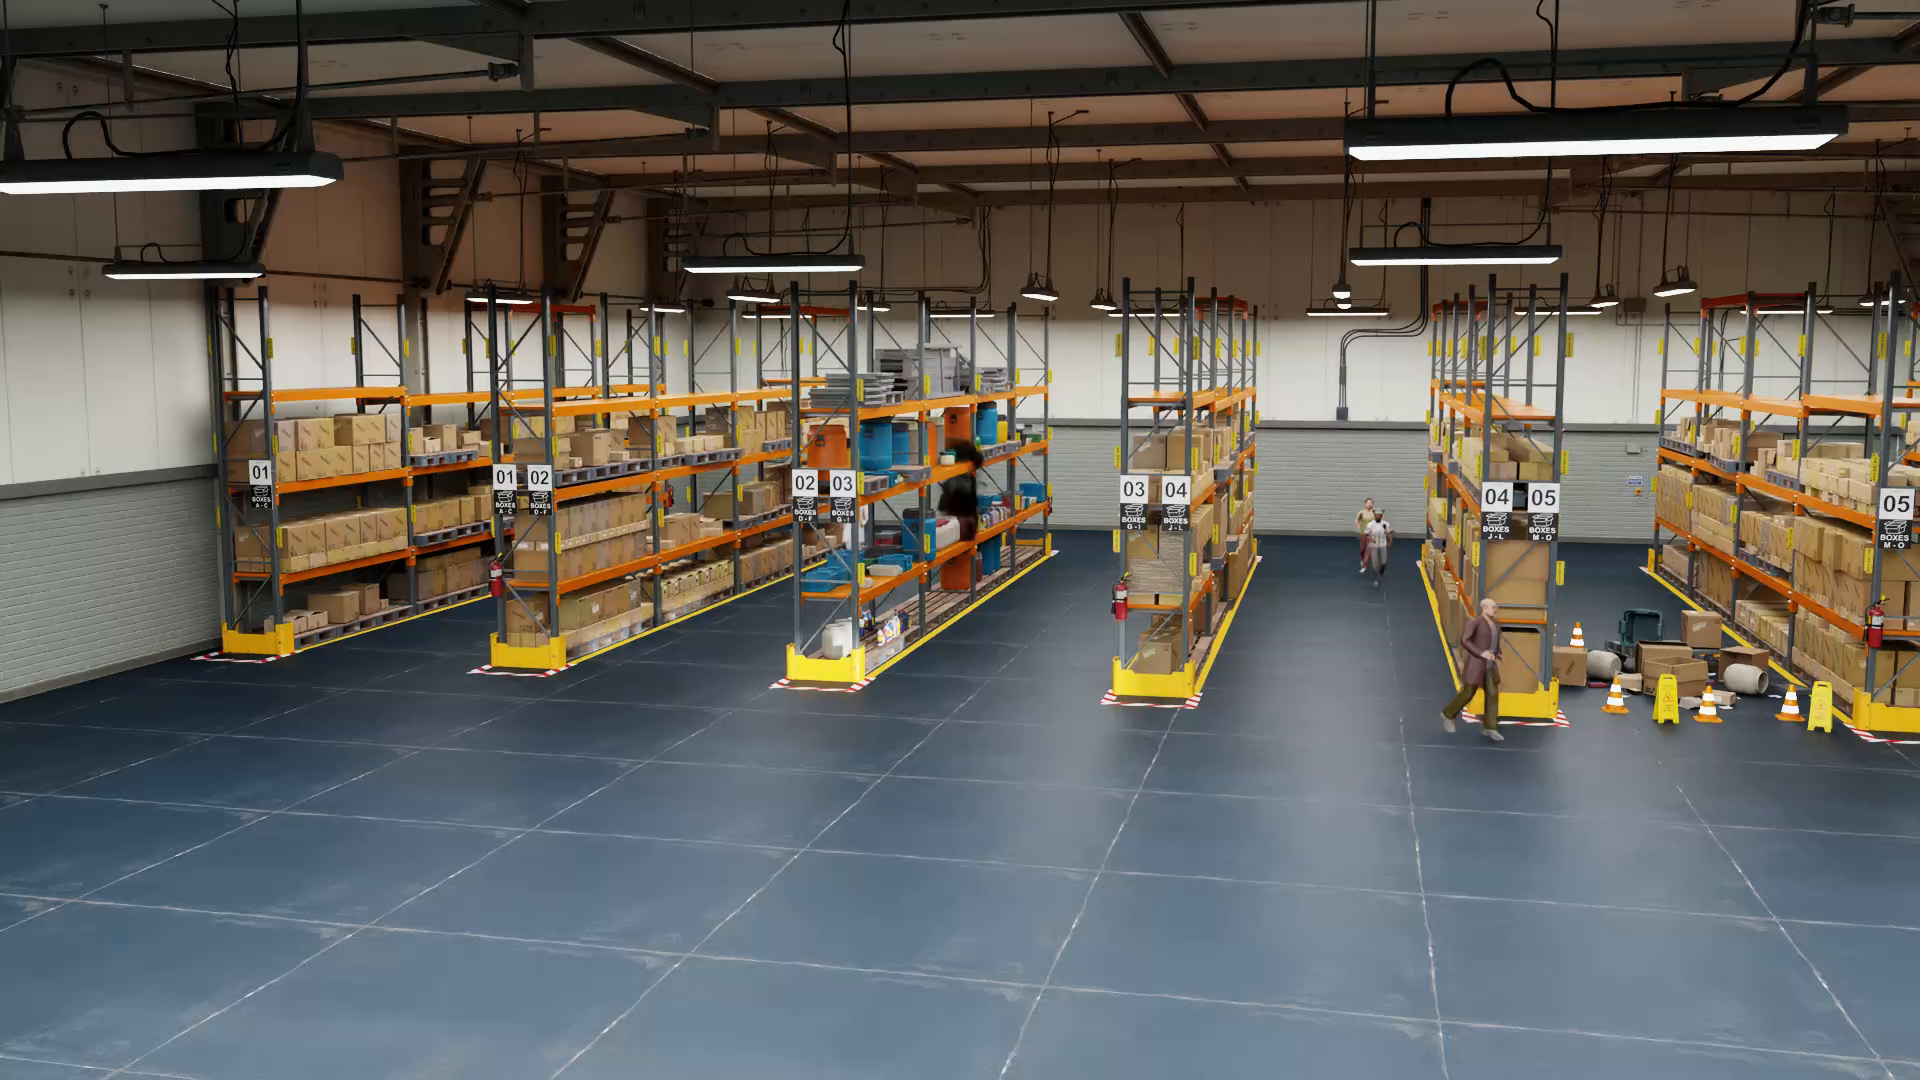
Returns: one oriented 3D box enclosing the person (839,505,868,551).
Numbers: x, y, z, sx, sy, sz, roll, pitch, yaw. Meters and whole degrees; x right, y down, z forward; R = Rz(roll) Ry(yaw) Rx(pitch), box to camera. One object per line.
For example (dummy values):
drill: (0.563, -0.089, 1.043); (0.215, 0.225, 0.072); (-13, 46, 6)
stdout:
person: (-2.241, -0.161, 34.942); (0.713, 1.748, 0.687); (1, 7, 5)

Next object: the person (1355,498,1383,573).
person: (9.209, -0.117, 37.533); (0.590, 1.665, 0.882); (2, 7, 18)

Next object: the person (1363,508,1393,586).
person: (8.816, 0.157, 35.010); (0.633, 1.669, 0.522); (1, 7, 7)

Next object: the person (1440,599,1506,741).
person: (6.778, 1.638, 21.515); (0.773, 1.765, 0.993); (-4, 8, -30)
